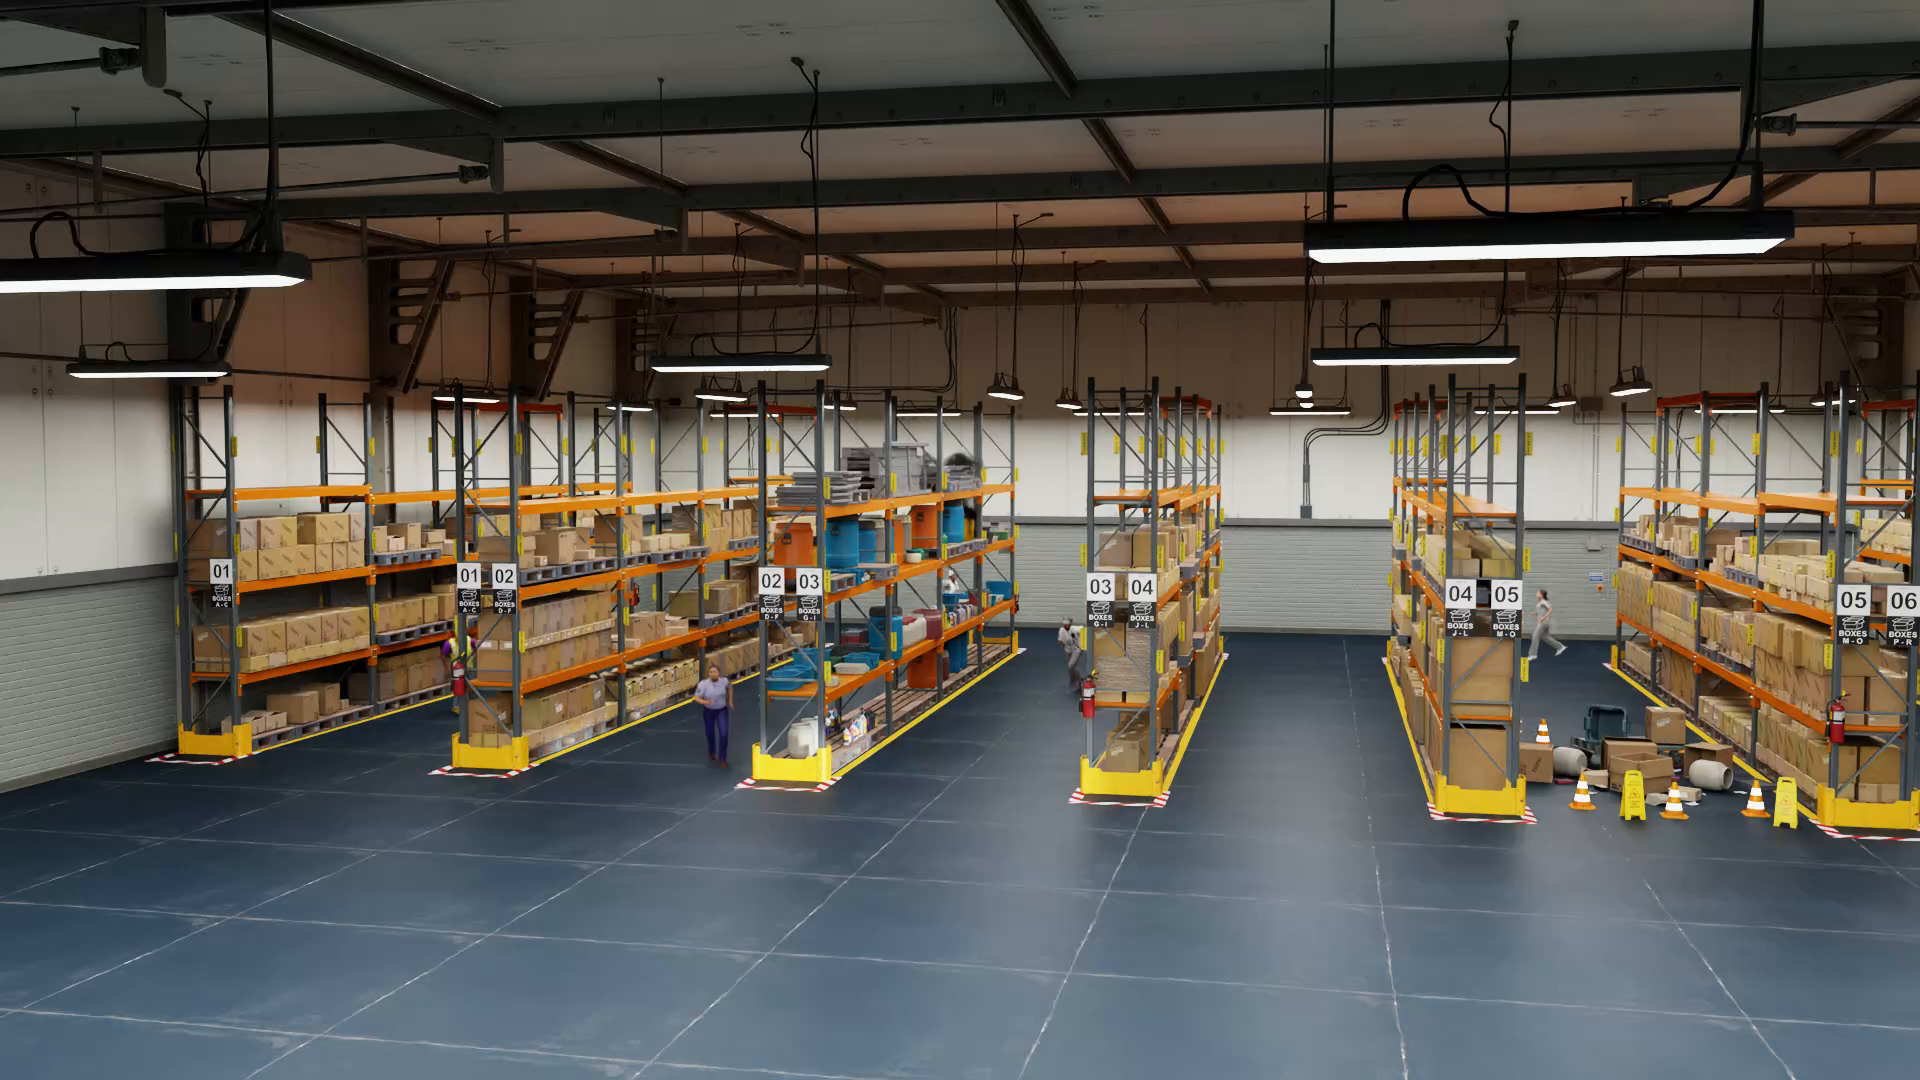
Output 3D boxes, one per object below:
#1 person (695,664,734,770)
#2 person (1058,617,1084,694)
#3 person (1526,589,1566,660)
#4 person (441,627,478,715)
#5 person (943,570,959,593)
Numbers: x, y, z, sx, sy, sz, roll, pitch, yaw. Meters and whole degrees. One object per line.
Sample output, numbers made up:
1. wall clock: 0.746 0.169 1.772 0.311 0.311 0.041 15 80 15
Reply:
1. person: -3.842 2.745 26.030 0.612 1.648 0.919 0 3 -8
2. person: 2.342 2.345 33.967 0.620 1.610 0.956 2 4 27
3. person: 13.703 1.992 38.984 0.908 1.684 0.571 1 3 15
4. person: -9.346 2.425 31.280 0.709 1.700 0.806 -3 4 -41
5. person: -0.303 1.674 43.578 0.995 1.784 0.635 1 3 20
